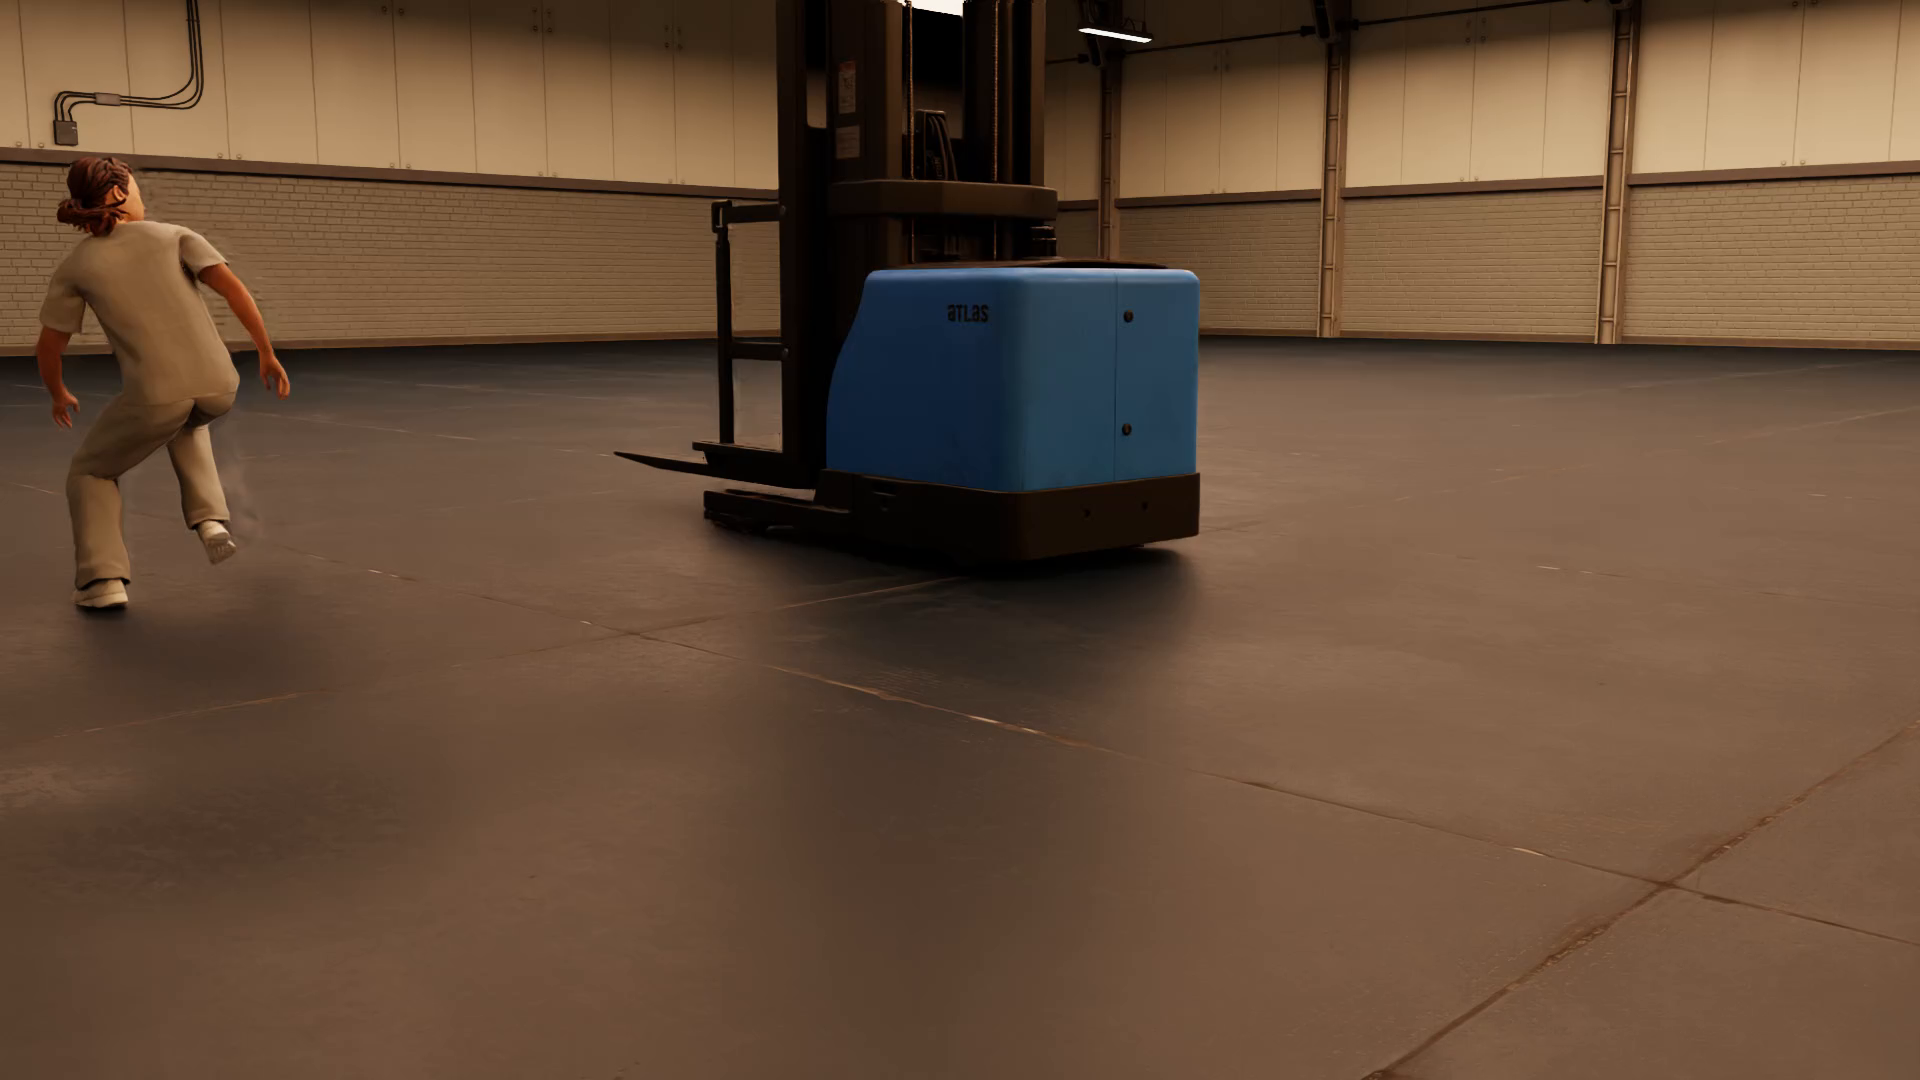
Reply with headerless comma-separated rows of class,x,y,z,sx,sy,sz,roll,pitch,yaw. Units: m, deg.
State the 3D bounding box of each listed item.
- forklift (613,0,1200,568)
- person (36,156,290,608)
forklift,-0.434,-1.519,6.960,1.130,2.935,3.031,-7,11,-41
person,-2.642,-0.522,5.481,0.687,1.445,0.616,-7,11,-39
